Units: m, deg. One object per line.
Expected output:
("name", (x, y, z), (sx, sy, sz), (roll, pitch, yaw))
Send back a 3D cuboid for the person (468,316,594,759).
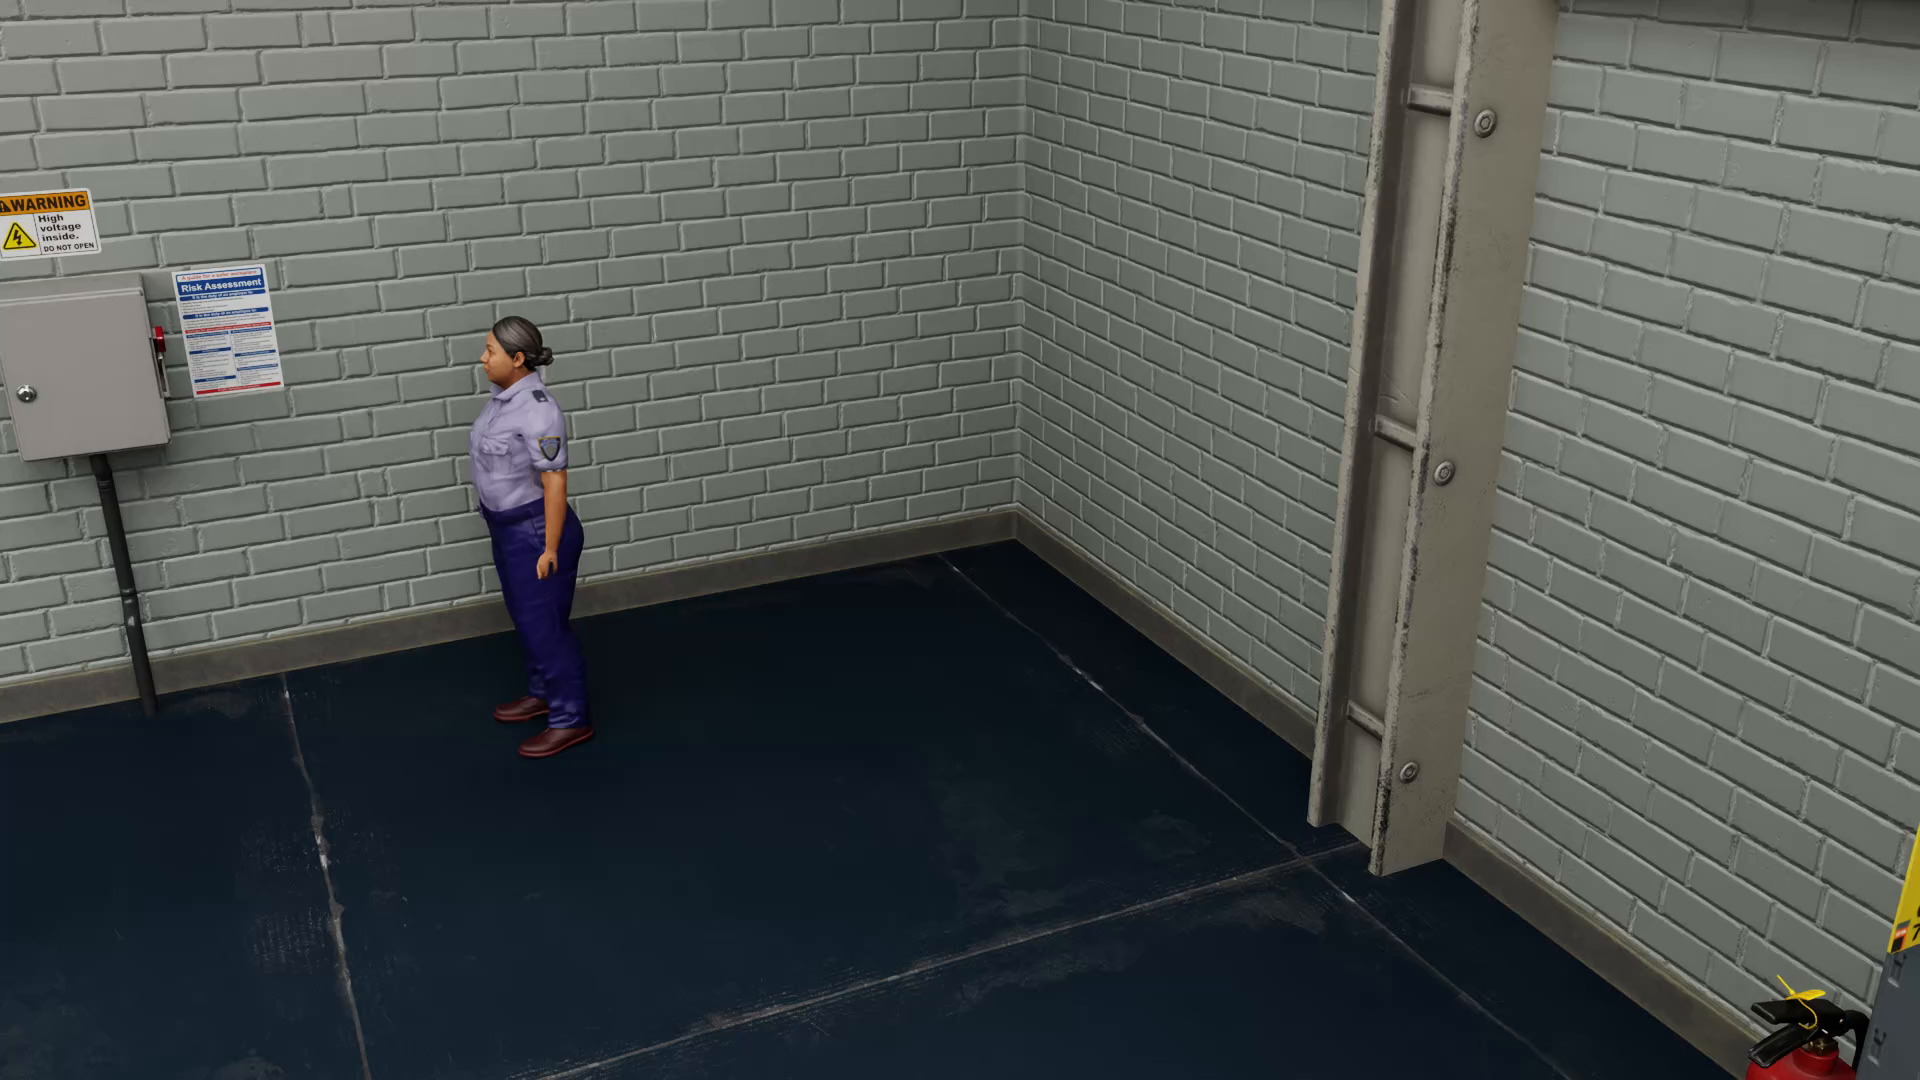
("person", (-1.597, -0.019, 6.159), (0.347, 1.649, 0.481), (-12, 25, -27))
